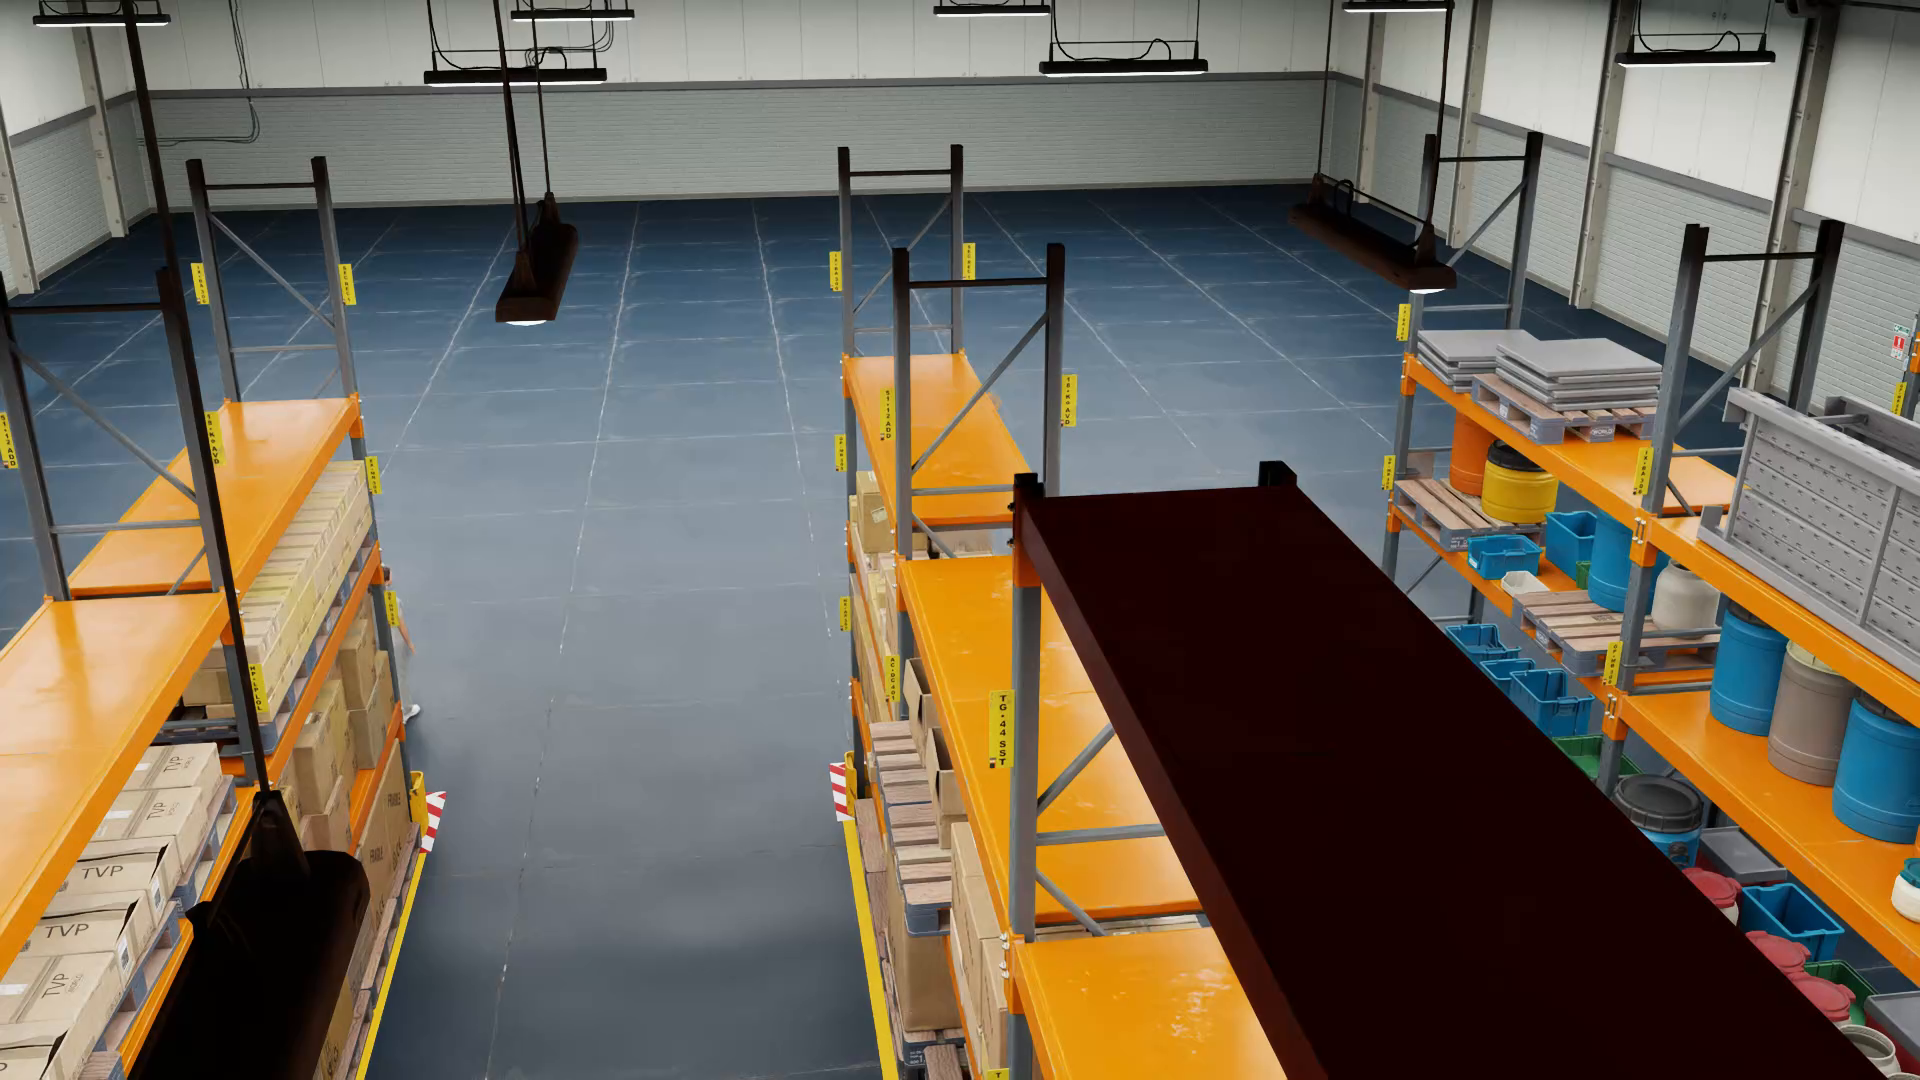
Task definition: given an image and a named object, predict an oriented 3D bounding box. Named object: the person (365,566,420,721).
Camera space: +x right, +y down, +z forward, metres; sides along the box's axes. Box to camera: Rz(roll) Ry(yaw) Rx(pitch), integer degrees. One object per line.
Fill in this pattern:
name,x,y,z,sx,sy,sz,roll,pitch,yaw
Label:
person,-5.736,1.024,16.793,0.474,1.686,0.404,13,25,30
